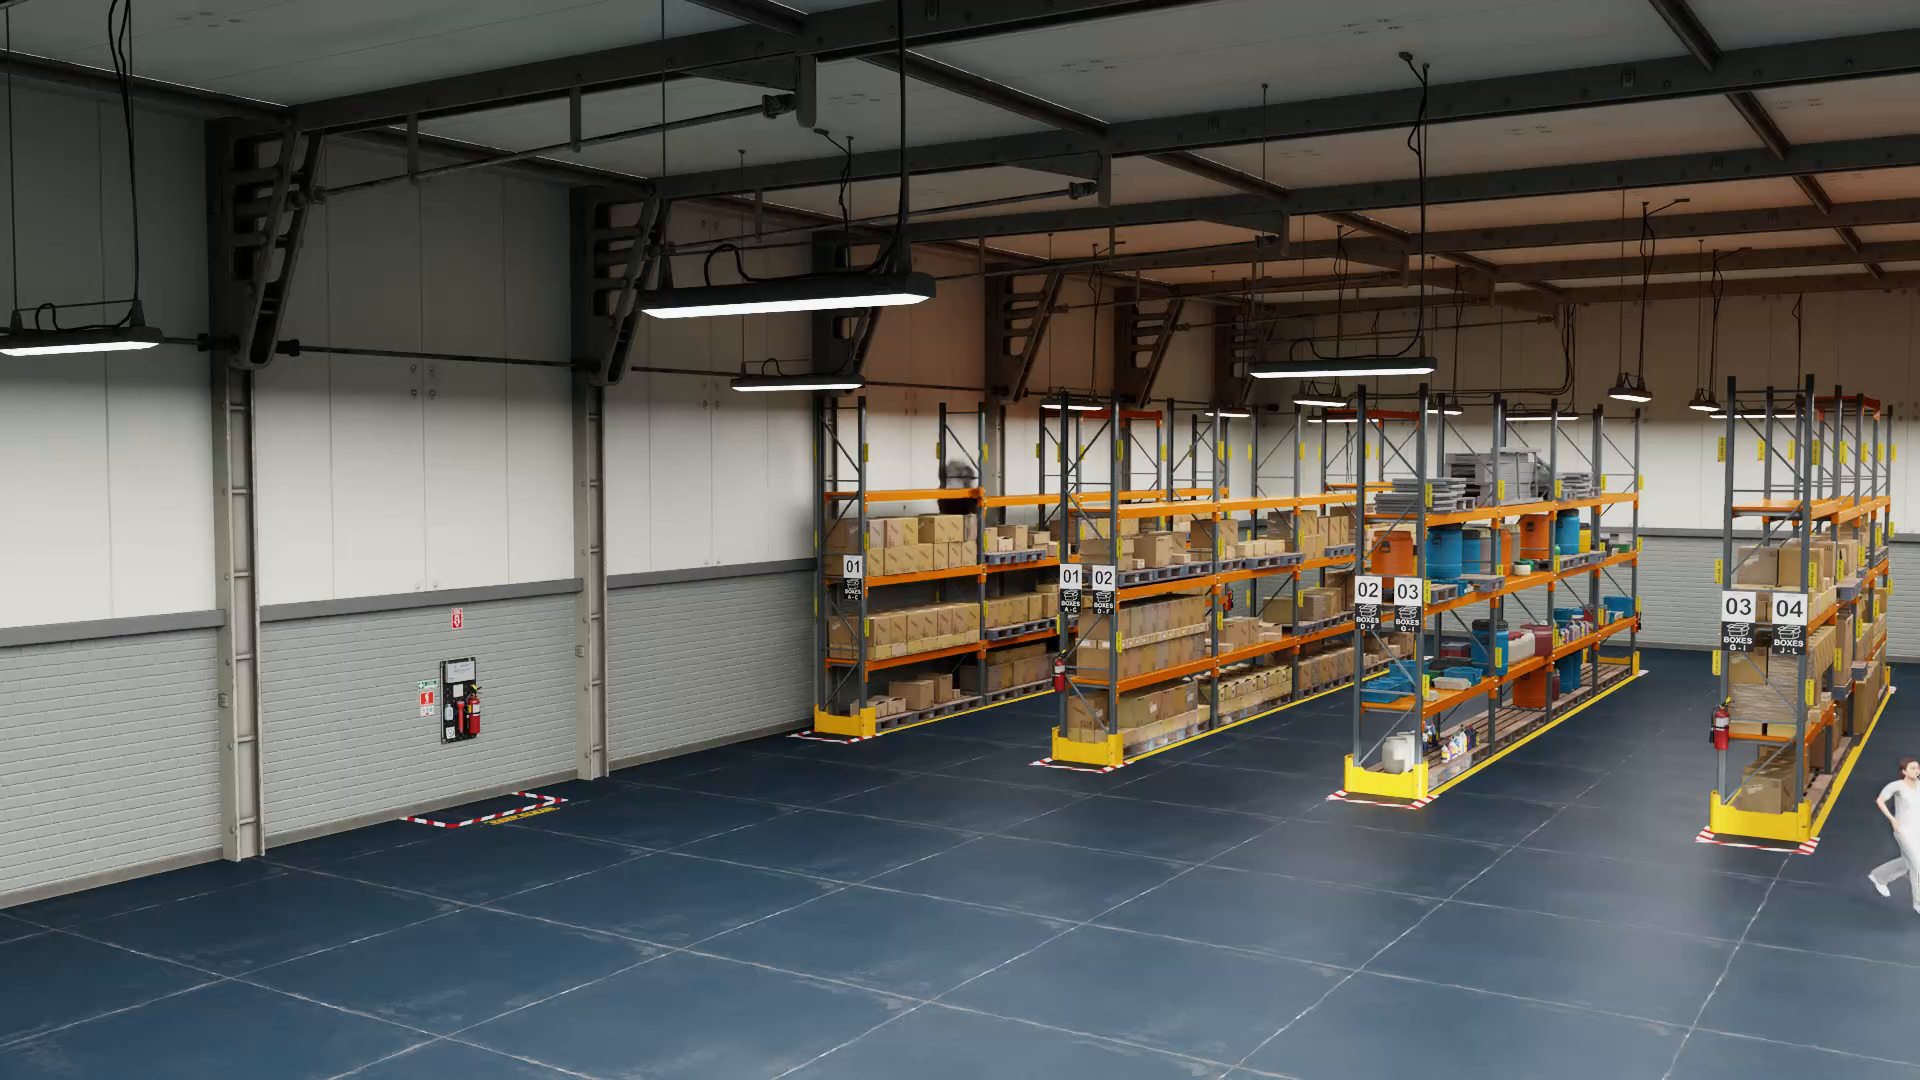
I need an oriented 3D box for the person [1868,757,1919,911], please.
[{"bbox_3d":[10.392,3.210,18.211,0.557,1.682,0.851,-1,3,-17],"label":"person"}]
